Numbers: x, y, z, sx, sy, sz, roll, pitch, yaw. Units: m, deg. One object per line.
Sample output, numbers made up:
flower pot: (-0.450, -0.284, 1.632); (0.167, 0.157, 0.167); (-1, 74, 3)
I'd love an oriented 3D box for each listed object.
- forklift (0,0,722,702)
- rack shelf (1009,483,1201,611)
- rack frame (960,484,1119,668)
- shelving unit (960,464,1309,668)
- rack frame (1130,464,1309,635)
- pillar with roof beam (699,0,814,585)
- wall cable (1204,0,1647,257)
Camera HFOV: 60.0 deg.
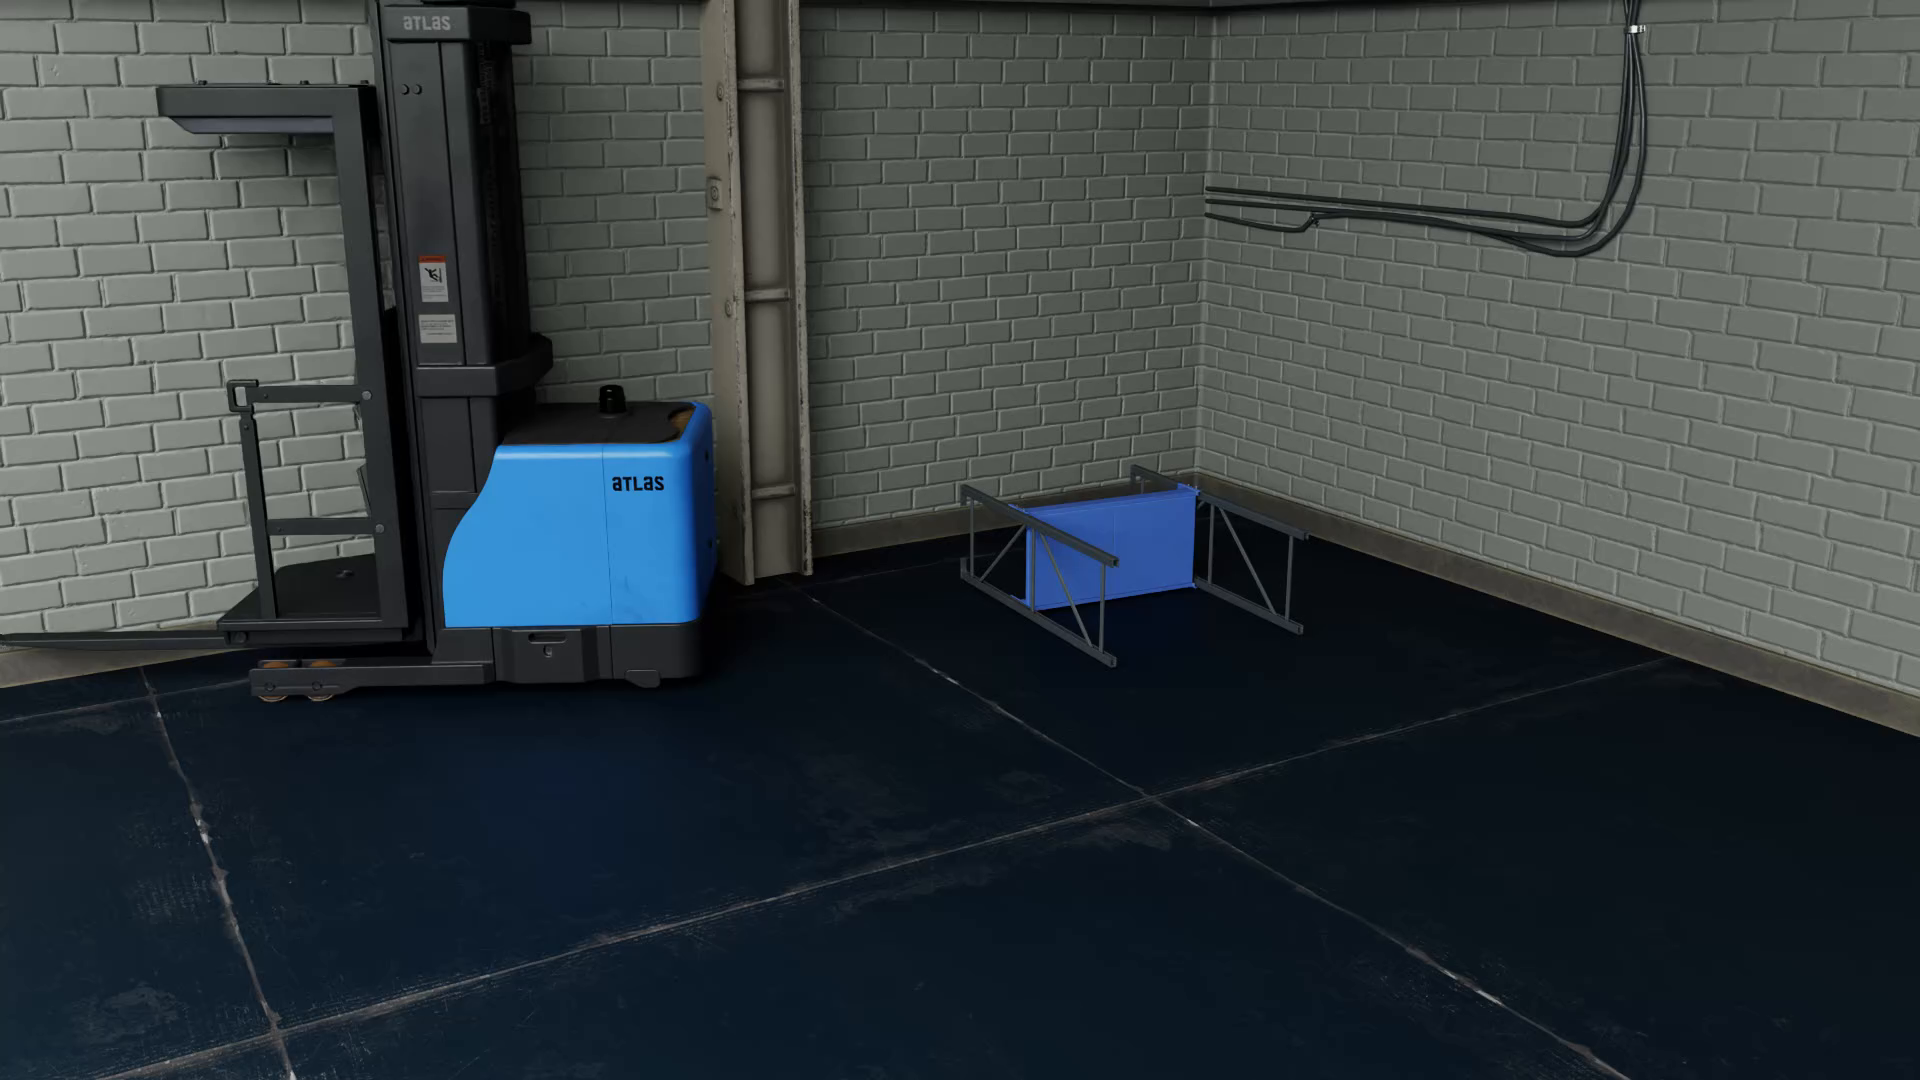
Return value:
forklift: (-2.630, -0.877, 7.110); (3.031, 2.935, 1.130); (-1, 16, -3)
rack shelf: (0.723, 0.035, 8.289); (1.000, 0.538, 0.185); (-8, 17, -25)
rack frame: (0.346, 0.139, 7.918); (0.032, 0.500, 1.500); (-8, 17, -25)
shelving unit: (0.803, 0.078, 8.133); (1.048, 0.538, 1.500); (-8, 17, -25)
rack frame: (1.259, 0.018, 8.348); (0.032, 0.500, 1.500); (-8, 17, -25)
pillar with roof beam: (1.199, -3.165, 4.030); (0.400, 9.000, 9.100); (-9, 18, -30)
wall cable: (2.188, -2.770, 8.371); (0.112, 2.526, 3.097); (-9, 18, -30)
